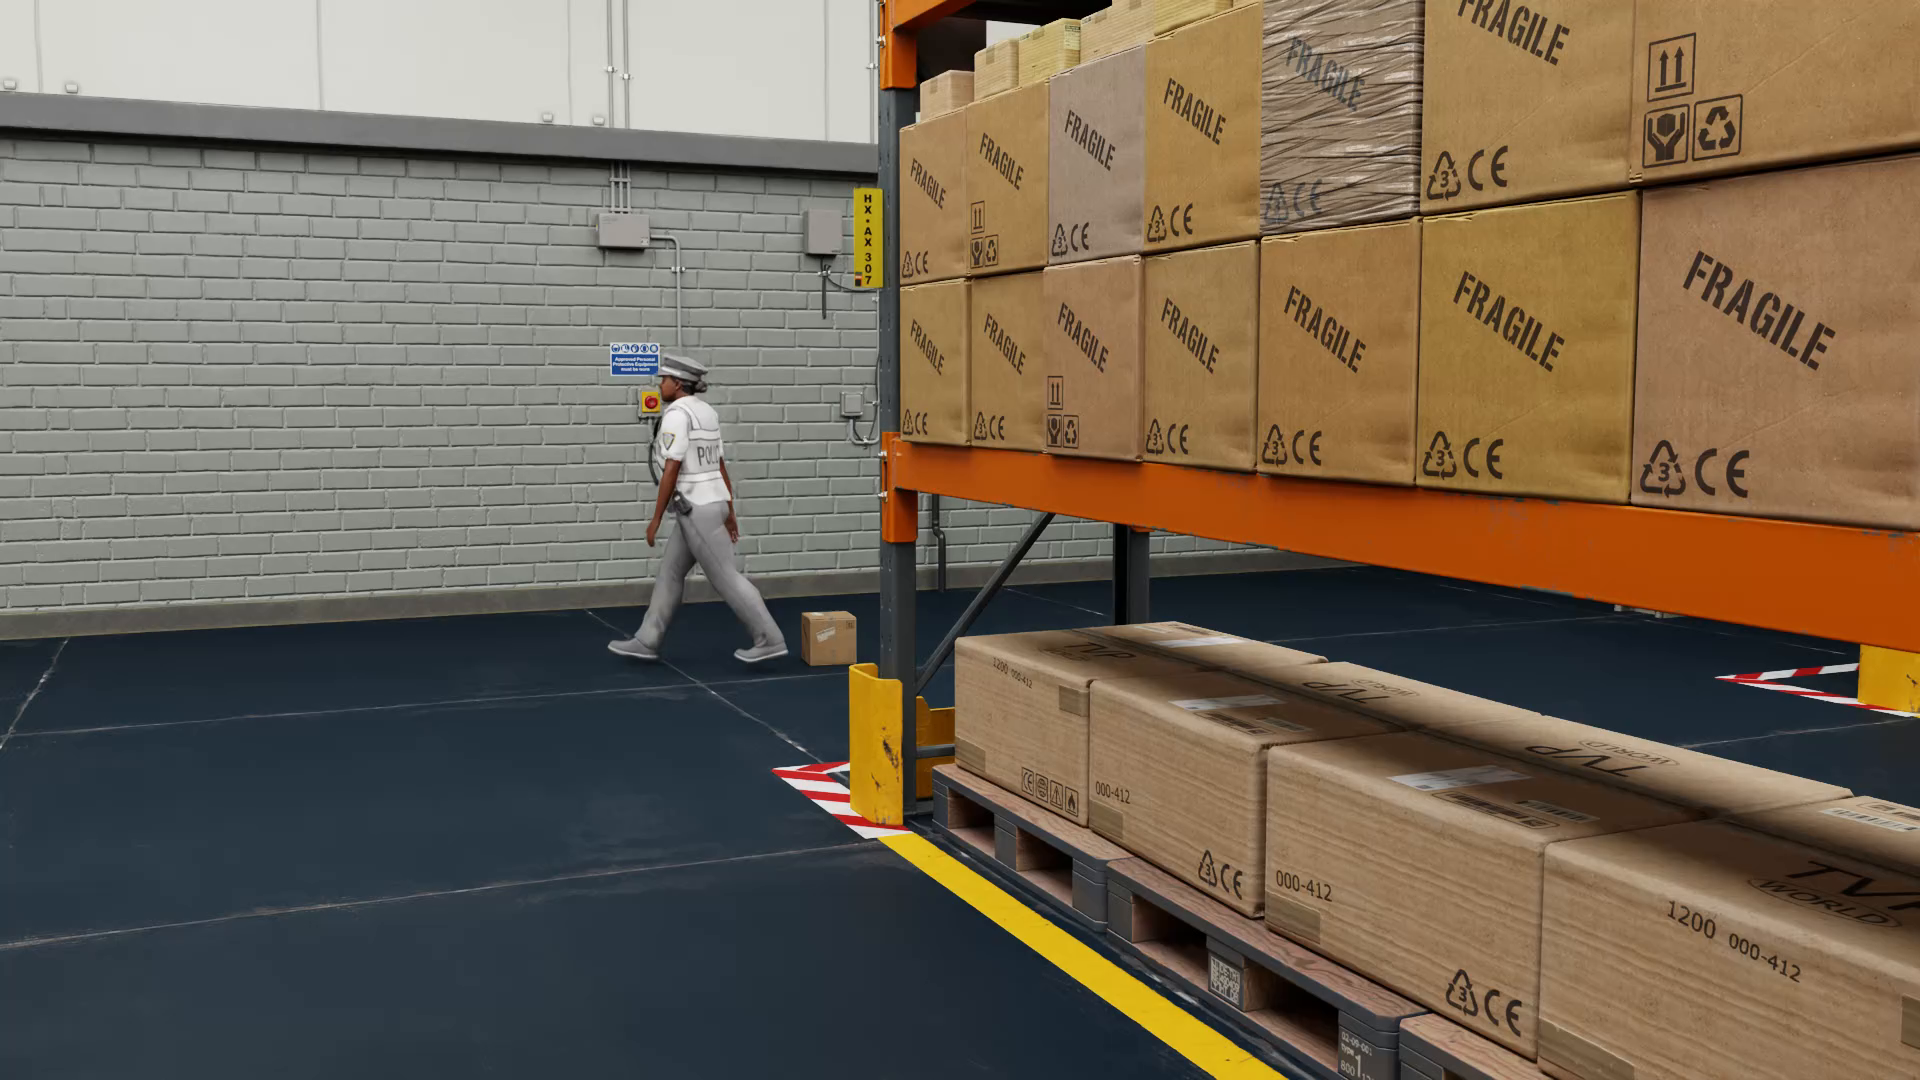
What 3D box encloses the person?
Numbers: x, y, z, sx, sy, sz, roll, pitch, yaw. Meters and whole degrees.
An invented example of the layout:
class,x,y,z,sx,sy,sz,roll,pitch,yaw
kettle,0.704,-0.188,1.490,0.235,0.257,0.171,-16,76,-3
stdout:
class,x,y,z,sx,sy,sz,roll,pitch,yaw
person,-1.389,-0.161,8.602,1.032,1.618,0.476,1,6,10
